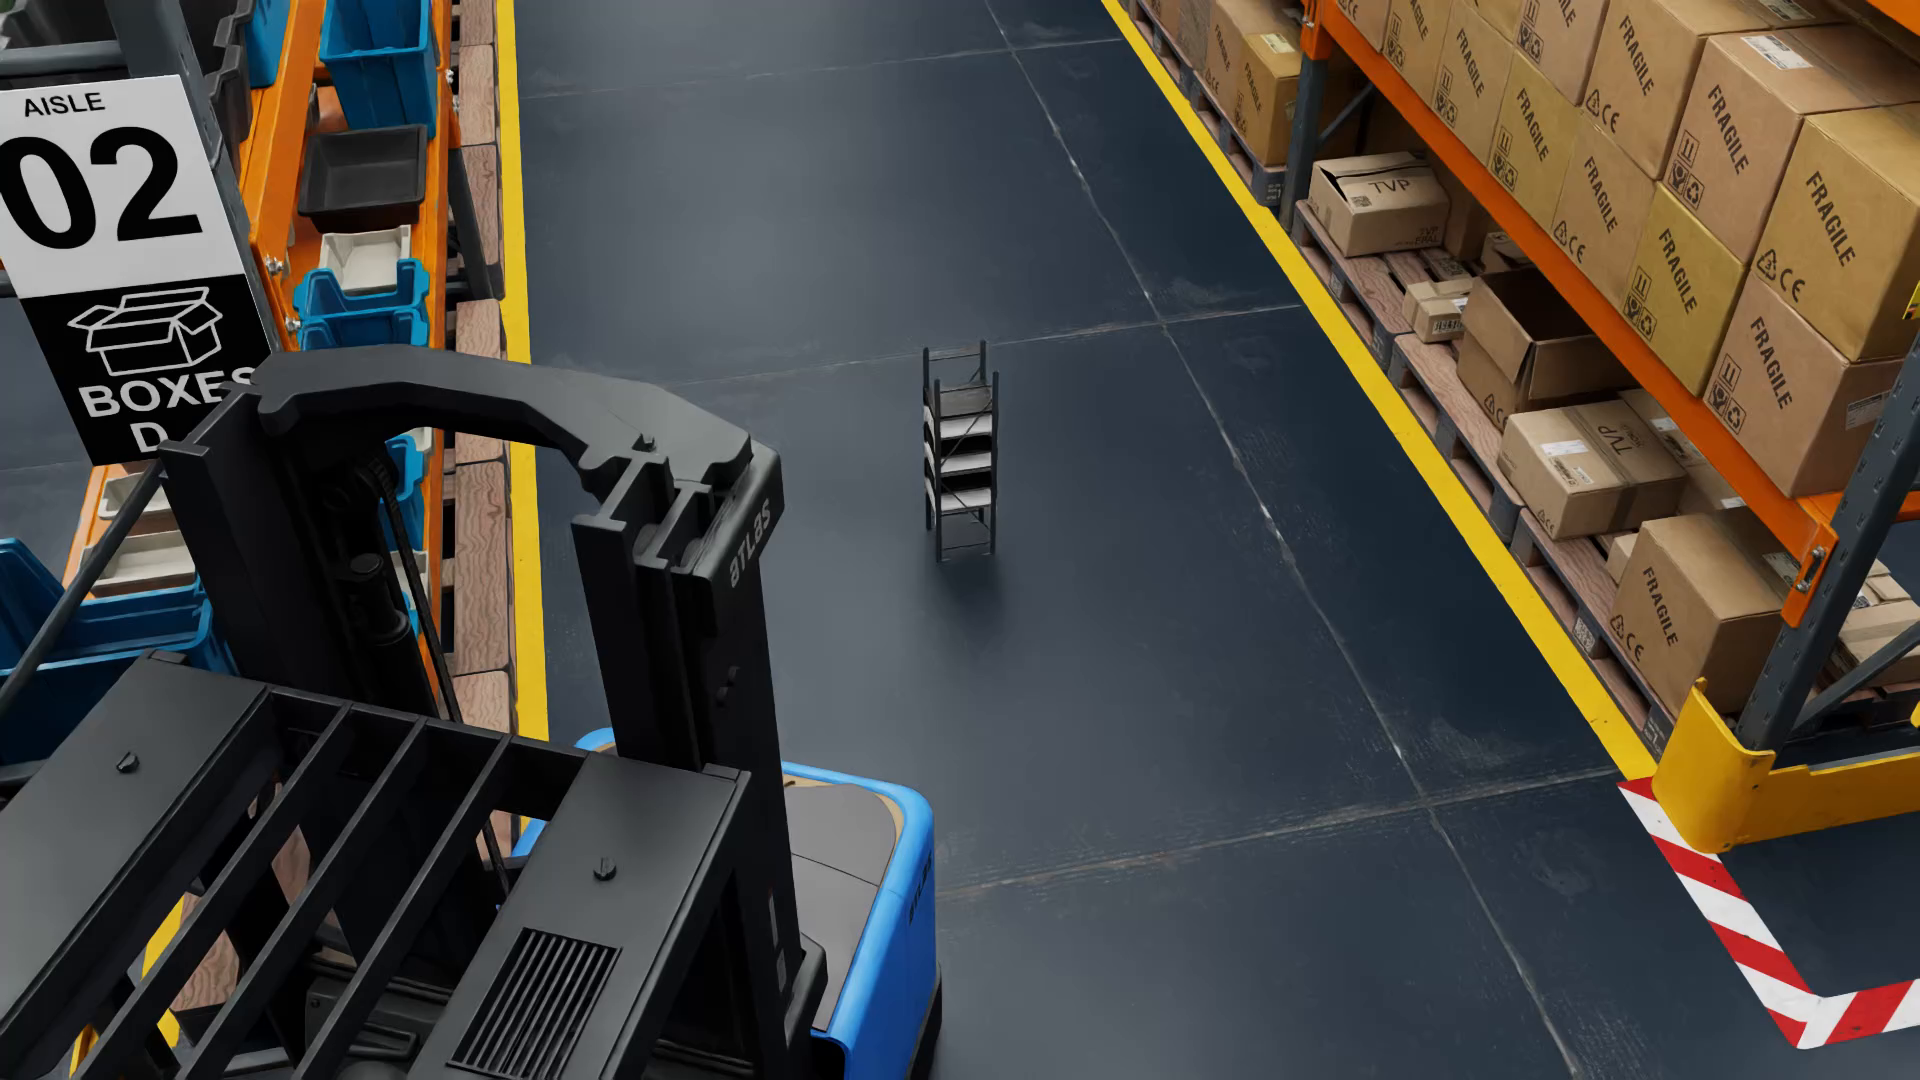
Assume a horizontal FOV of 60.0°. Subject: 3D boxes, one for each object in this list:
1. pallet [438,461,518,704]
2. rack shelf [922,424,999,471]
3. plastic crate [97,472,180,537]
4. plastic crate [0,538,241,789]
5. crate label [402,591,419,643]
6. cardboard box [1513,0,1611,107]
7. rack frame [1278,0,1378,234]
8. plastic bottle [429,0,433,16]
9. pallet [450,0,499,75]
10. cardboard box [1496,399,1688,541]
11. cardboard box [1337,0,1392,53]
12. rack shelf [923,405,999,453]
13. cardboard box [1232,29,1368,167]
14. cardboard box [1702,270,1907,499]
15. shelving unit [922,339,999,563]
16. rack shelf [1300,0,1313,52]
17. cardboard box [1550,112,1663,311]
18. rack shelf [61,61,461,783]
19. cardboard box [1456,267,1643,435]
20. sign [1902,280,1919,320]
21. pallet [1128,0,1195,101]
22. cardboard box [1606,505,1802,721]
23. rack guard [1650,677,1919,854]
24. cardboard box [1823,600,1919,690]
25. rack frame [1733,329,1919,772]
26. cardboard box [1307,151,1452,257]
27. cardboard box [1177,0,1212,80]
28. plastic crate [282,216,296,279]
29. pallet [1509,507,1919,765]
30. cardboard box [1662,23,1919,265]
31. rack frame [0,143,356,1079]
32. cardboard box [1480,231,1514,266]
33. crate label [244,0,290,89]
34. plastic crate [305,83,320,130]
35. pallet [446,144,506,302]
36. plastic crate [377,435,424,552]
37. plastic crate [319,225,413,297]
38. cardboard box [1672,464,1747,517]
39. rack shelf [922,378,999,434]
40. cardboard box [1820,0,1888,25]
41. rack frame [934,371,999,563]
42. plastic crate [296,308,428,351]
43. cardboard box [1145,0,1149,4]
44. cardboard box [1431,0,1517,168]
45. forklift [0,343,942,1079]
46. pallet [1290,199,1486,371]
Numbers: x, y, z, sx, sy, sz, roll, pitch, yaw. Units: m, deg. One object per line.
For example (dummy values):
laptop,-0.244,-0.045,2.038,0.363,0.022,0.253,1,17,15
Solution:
pallet,-2.228,0.213,6.351,1.003,0.211,1.213,-8,42,-9
rack shelf,0.002,-0.374,6.408,0.258,0.077,0.200,-8,42,-9
plastic crate,-2.229,-0.117,4.776,0.396,0.136,0.243,-8,42,-9
plastic crate,-2.082,0.273,4.111,0.616,0.435,0.499,-8,42,-9
crate label,-1.559,0.332,4.197,0.416,0.233,0.303,-8,42,-9
cardboard box,2.308,-1.864,5.762,0.500,0.500,0.500,-7,42,-8
rack frame,2.147,-2.801,7.646,1.000,3.000,0.127,-8,42,-9
plastic bottle,-2.382,-2.435,7.322,0.061,0.283,0.133,-8,42,-9
pallet,-3.343,-3.138,10.127,1.003,0.211,1.213,-8,42,-9
cardboard box,2.476,-0.282,6.547,0.500,0.250,0.500,-8,42,-9
cardboard box,1.990,-2.469,7.196,0.500,0.500,0.500,-7,42,-8
rack shelf,0.002,-0.441,6.348,0.258,0.077,0.200,-8,42,-9
cardboard box,1.760,-2.309,8.644,0.500,0.500,0.500,-9,42,-10
cardboard box,2.647,-0.497,4.975,0.500,0.500,0.500,-7,42,-8
shelving unit,0.002,-0.331,6.445,0.258,0.900,0.210,-8,42,-9
rack shelf,1.715,-3.828,9.345,1.077,0.370,4.000,-8,42,-9
cardboard box,2.430,-1.157,5.718,0.500,0.500,0.500,-8,42,-9
rack shelf,-2.259,-0.528,5.627,1.077,0.370,4.000,-8,42,-9
cardboard box,2.557,-0.815,6.957,0.797,0.503,0.637,-8,42,-9
sign,2.464,-0.693,4.161,0.100,0.325,0.005,-8,42,-9
pallet,1.667,-3.072,10.052,1.003,0.211,1.213,-8,42,-9
cardboard box,2.652,0.245,5.766,0.500,0.500,0.500,-8,42,-9
rack guard,2.993,0.677,5.610,1.175,0.500,0.348,-8,42,-9
cardboard box,3.255,0.373,5.886,0.380,0.149,0.250,-8,42,-9
rack frame,3.010,-0.208,4.725,1.000,3.000,0.127,-8,42,-9
cardboard box,2.026,-1.657,8.051,0.500,0.311,0.500,-8,42,-9
cardboard box,1.554,-2.956,9.372,0.500,0.500,0.500,-8,42,-9
plastic crate,-2.541,-1.055,5.724,0.437,0.282,0.530,-8,42,-9
pallet,2.820,0.269,6.288,1.003,0.211,1.213,-8,42,-9
cardboard box,2.535,-1.196,5.009,0.500,0.500,0.500,-7,42,-8
rack frame,-1.828,0.499,3.928,1.000,3.000,0.127,-8,42,-9
cardboard box,2.686,-1.336,7.812,0.380,0.149,0.250,-8,42,-9
crate label,-1.711,-1.211,3.707,0.408,0.251,0.502,-8,42,-9
plastic crate,-2.730,-1.695,6.554,0.396,0.136,0.243,-8,42,-9
pallet,-2.817,-1.557,8.345,1.003,0.211,1.213,-8,42,-9
plastic crate,-1.701,-0.095,4.678,0.416,0.233,0.300,-8,42,-9
plastic crate,-2.022,-0.932,5.693,0.293,0.136,0.466,-8,42,-9
cardboard box,3.062,-0.061,6.300,0.500,0.250,0.500,-8,42,-9
rack shelf,0.002,-0.508,6.288,0.258,0.077,0.200,-8,42,-9
cardboard box,2.948,-1.608,5.473,0.500,0.500,0.500,-8,42,-9
rack frame,0.024,-0.265,6.371,0.240,0.900,0.006,-8,42,-9
plastic crate,-1.844,-0.521,5.159,0.416,0.233,0.300,-8,42,-9
cardboard box,1.324,-3.623,10.124,0.500,0.500,0.500,-9,42,-10
cardboard box,2.210,-1.813,6.457,0.500,0.500,0.500,-9,42,-10
forklift,-0.925,1.235,3.151,1.130,2.935,3.031,10,43,11
pallet,2.294,-1.313,8.070,1.003,0.211,1.213,-8,42,-9
